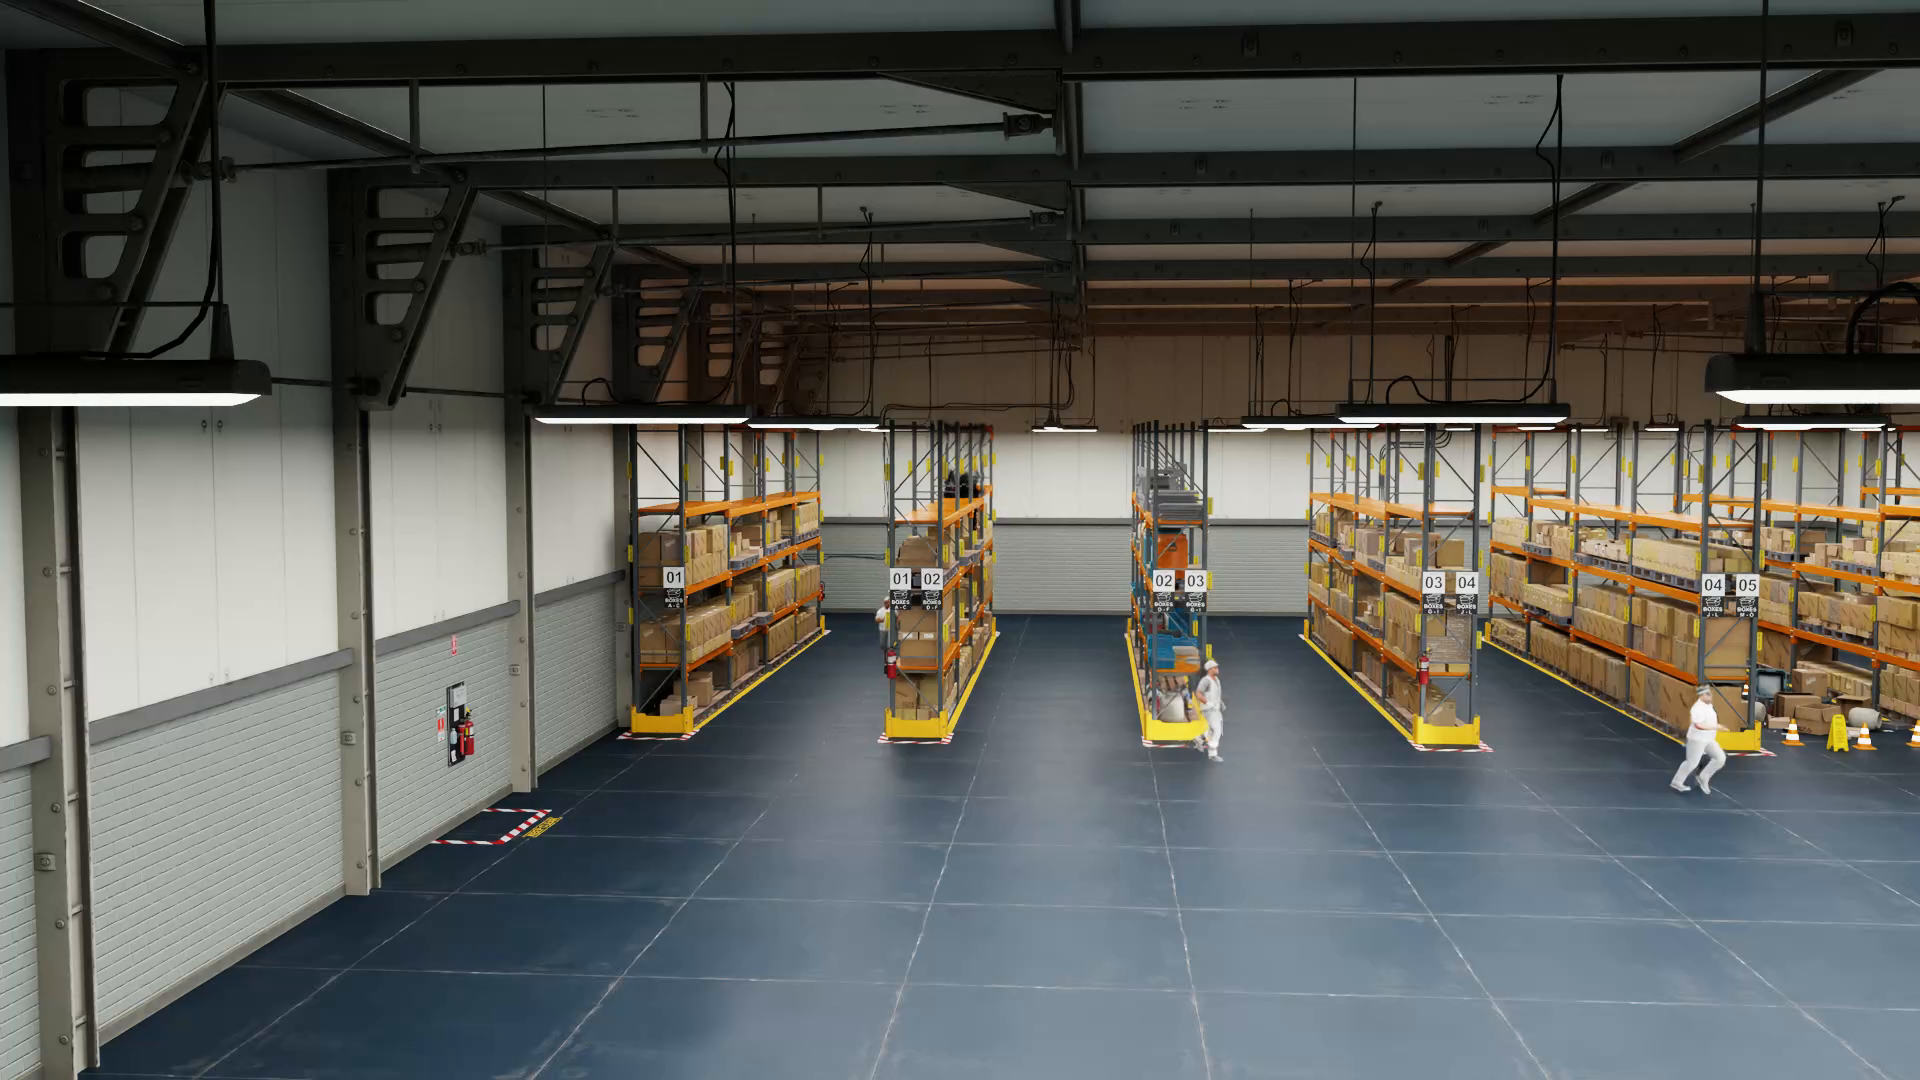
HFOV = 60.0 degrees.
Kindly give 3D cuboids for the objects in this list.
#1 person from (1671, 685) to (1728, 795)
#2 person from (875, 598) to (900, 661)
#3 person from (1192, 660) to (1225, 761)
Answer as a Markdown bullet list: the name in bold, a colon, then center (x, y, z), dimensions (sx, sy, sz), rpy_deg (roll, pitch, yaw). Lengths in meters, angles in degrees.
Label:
- **person**: center (11.800, 3.165, 26.420), dimensions (0.677, 1.774, 0.872), rpy_deg (-3, 5, -39)
- **person**: center (-1.804, 2.258, 41.370), dimensions (0.607, 1.651, 0.941), rpy_deg (0, 4, 4)
- **person**: center (4.368, 2.996, 29.337), dimensions (0.646, 1.762, 0.684), rpy_deg (2, 4, 34)
